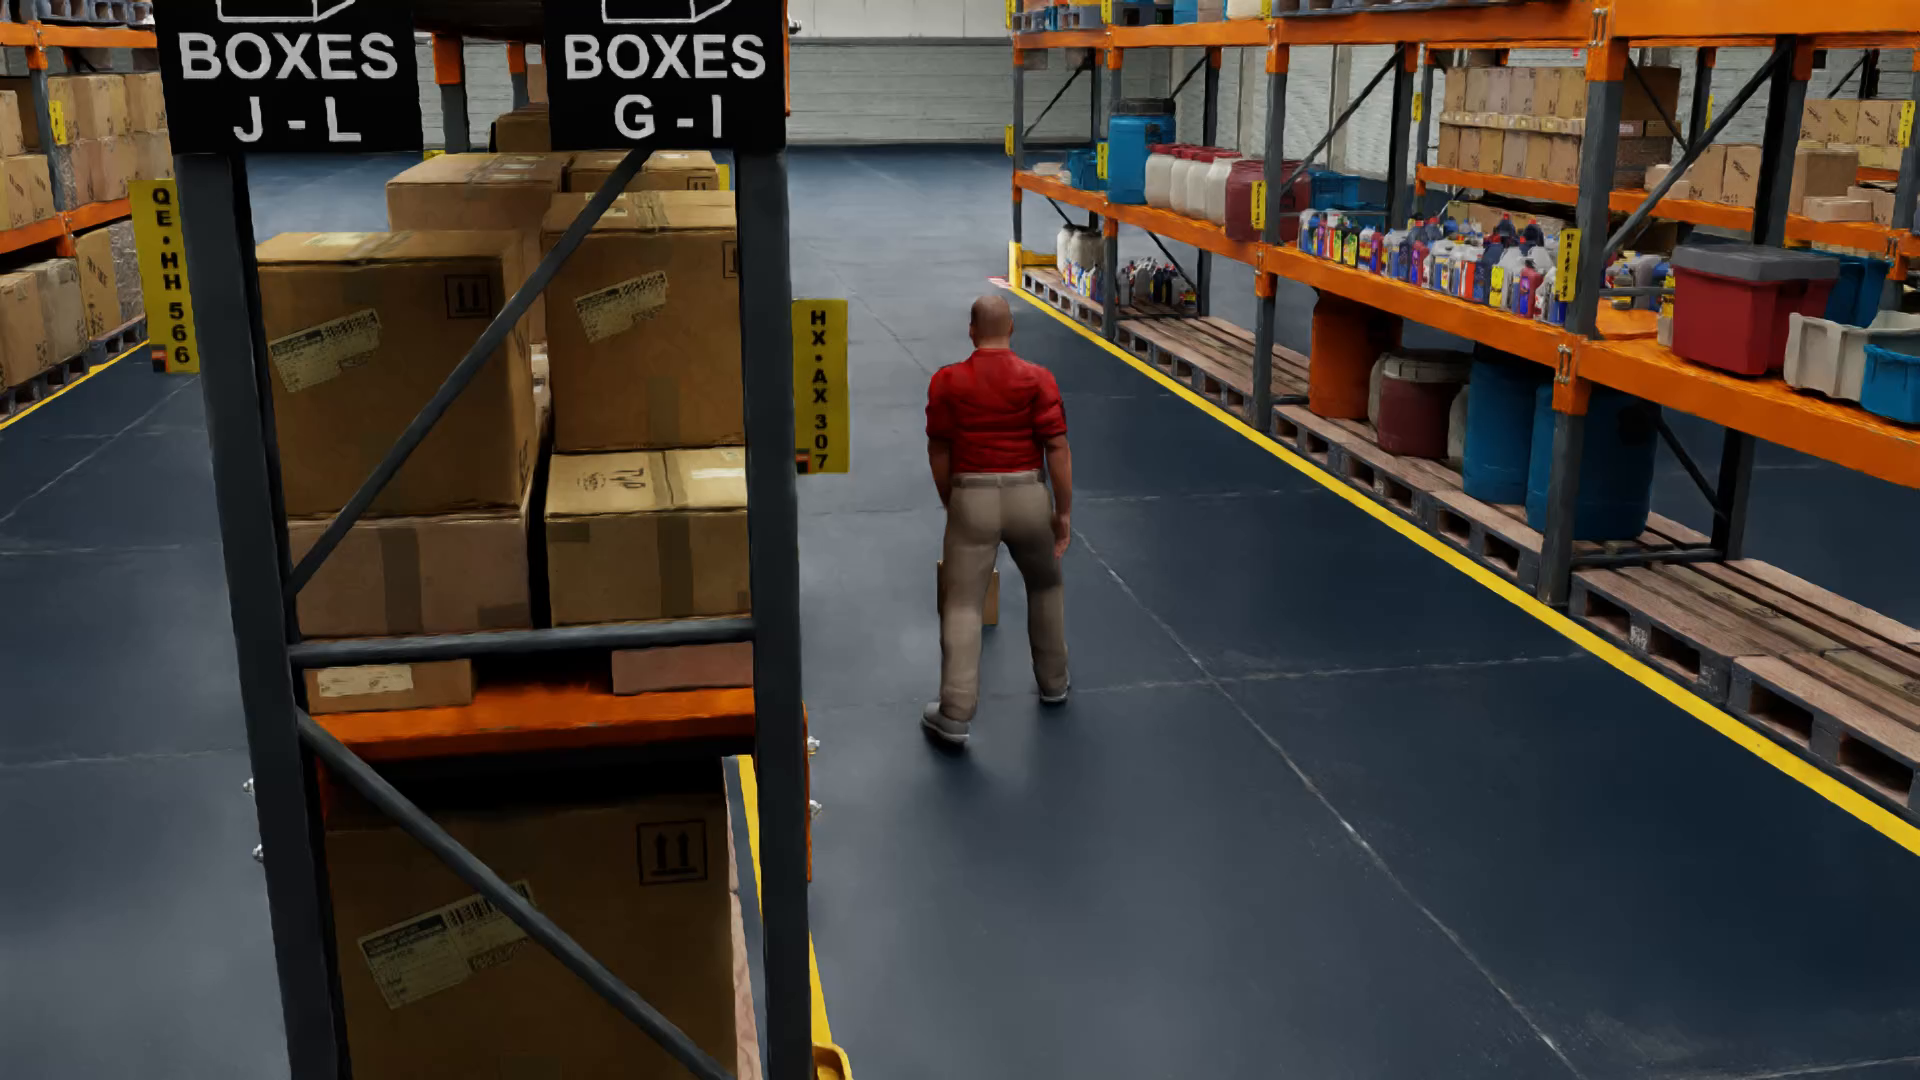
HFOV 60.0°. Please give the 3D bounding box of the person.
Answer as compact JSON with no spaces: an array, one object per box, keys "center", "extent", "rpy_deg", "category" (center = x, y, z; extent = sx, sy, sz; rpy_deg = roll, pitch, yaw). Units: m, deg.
[{"center":[0.156,-0.114,6.501],"extent":[0.615,1.679,0.806],"rpy_deg":[0,16,0],"category":"person"}]
